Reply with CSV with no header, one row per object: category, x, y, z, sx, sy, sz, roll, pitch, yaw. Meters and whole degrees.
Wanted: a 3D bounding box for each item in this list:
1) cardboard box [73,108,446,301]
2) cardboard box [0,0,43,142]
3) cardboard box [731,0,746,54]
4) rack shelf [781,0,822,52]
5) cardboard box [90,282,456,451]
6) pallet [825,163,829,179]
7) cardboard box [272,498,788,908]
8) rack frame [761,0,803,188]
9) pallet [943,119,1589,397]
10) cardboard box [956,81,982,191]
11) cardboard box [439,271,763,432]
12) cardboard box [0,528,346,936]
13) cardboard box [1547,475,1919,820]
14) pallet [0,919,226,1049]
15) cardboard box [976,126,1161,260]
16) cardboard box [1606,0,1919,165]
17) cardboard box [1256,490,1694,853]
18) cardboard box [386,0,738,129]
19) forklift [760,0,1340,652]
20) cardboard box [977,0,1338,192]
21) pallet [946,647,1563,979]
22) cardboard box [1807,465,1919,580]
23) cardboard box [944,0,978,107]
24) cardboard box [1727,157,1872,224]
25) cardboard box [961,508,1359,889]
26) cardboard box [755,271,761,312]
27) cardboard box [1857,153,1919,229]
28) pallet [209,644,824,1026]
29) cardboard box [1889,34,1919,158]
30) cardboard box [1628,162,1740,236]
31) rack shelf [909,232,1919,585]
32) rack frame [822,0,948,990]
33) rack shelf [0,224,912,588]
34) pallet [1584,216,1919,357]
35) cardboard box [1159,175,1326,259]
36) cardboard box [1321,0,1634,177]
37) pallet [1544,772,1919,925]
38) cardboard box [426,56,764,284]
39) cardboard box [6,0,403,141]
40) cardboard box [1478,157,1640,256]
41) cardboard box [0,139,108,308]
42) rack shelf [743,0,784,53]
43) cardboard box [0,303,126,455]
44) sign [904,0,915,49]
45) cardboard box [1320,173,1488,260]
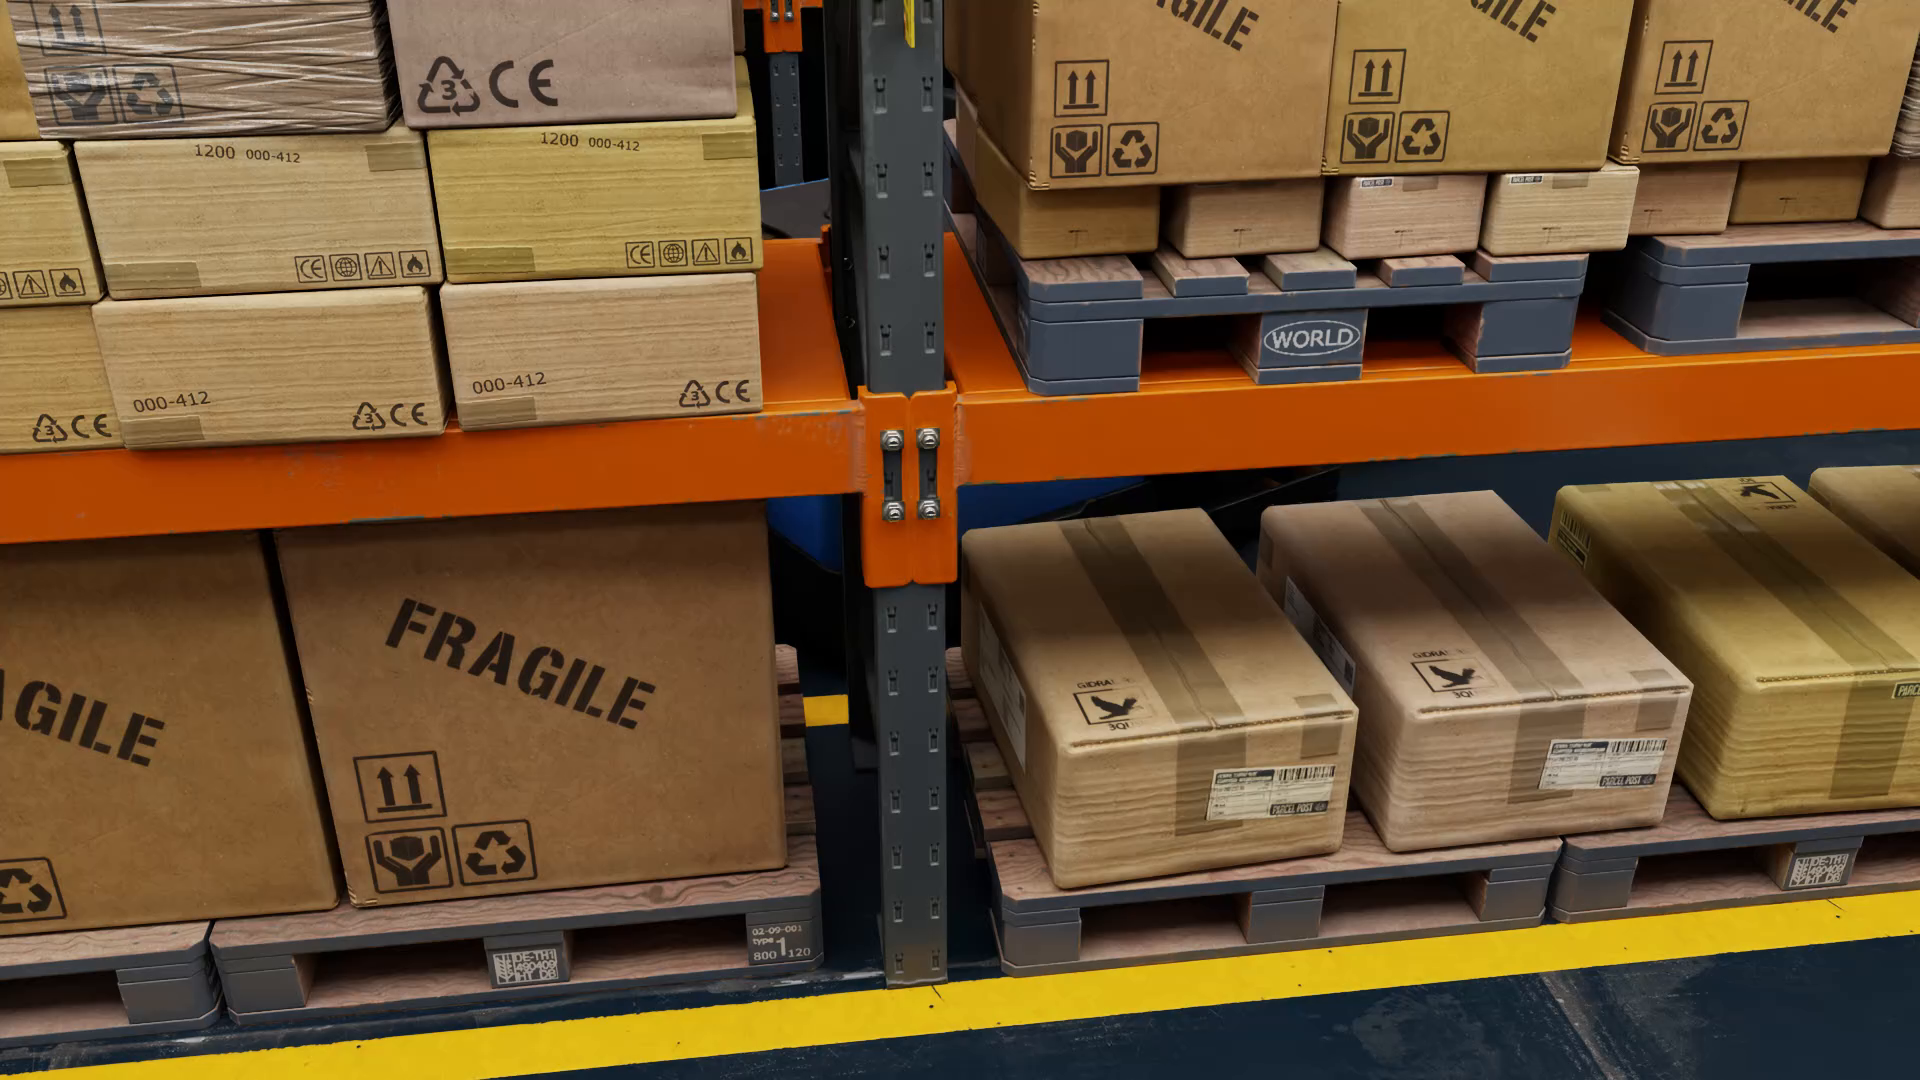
cardboard box,-1.109,-0.610,2.770,0.500,0.250,0.500,-4,27,-8
cardboard box,-1.633,-0.908,2.528,0.500,0.500,0.500,-4,27,-7
cardboard box,-0.680,-1.203,3.104,0.500,0.500,0.500,-5,28,-9
rack shelf,1.128,-2.685,7.985,4.000,0.370,1.077,-4,27,-7
cardboard box,-1.126,-0.378,2.866,0.500,0.250,0.500,-3,27,-6
pallet,-0.032,-1.672,8.277,1.213,0.211,1.003,-4,27,-7
cardboard box,-0.853,0.131,3.577,0.875,0.875,0.875,-4,27,-8
rack frame,-0.853,-2.878,7.573,0.127,3.000,1.000,-4,27,-7
pallet,0.533,-0.642,3.426,1.003,0.211,1.213,-4,27,-7
cardboard box,0.134,-0.837,3.410,0.250,0.149,0.380,-3,27,-5
cardboard box,-0.622,-0.418,2.943,0.500,0.250,0.500,-5,28,-9
cardboard box,-1.737,0.185,3.470,0.875,0.875,0.875,-3,27,-6
cardboard box,1.885,0.220,3.953,0.625,0.372,0.950,-3,27,-5
pallet,-2.154,0.699,3.657,1.213,0.211,1.003,-4,27,-7
cardboard box,0.190,-0.646,3.038,0.250,0.149,0.380,-5,28,-10
cardboard box,1.360,-0.995,3.008,0.500,0.500,0.500,-3,27,-6
cardboard box,1.133,0.266,3.864,0.625,0.372,0.950,-4,27,-8
cardboard box,-0.633,-0.972,2.655,0.500,0.500,0.500,-4,27,-9
forklift,0.618,-1.511,4.985,3.031,2.935,1.130,-18,32,-31
cardboard box,0.320,-0.922,2.866,0.500,0.500,0.500,-4,27,-9
pallet,0.616,0.557,3.933,1.213,0.211,1.003,-4,27,-7
cardboard box,2.573,0.175,4.041,0.625,0.372,0.950,-2,27,-4
cardboard box,0.254,-1.153,3.315,0.500,0.500,0.500,-4,27,-9
cardboard box,1.529,-0.740,3.221,0.250,0.149,0.380,-3,27,-5
cardboard box,0.403,0.317,3.766,0.625,0.372,0.950,-5,28,-11
cardboard box,-0.677,-0.650,3.396,0.500,0.250,0.500,-4,27,-8
cardboard box,1.797,-0.727,3.196,0.250,0.149,0.380,-3,27,-5
pallet,-0.949,0.622,3.806,1.213,0.211,1.003,-4,27,-7
cardboard box,1.857,-1.023,3.063,0.500,0.500,0.500,-5,28,-9
cardboard box,1.255,-0.704,3.152,0.250,0.149,0.380,-2,27,-4
rack shelf,1.823,-0.441,3.613,4.000,0.370,1.077,-4,27,-7
rack frame,-0.158,-0.634,3.200,0.127,3.000,1.000,-4,27,-7
rack shelf,-2.138,-0.187,3.117,4.000,0.370,1.077,-4,27,-7
pallet,1.797,-0.693,3.526,1.213,0.211,1.003,-4,27,-7
cardboard box,0.475,-0.649,3.044,0.250,0.149,0.380,-5,28,-10
cardboard box,0.835,-0.958,2.937,0.500,0.500,0.500,-2,27,-4
pallet,1.822,0.481,4.081,1.213,0.211,1.003,-4,27,-7
cardboard box,-0.602,-0.644,2.837,0.500,0.250,0.500,-4,27,-7
cardboard box,-1.140,-0.936,2.584,0.500,0.500,0.500,-3,27,-6
cardboard box,1.027,-0.653,3.053,0.250,0.149,0.380,-4,27,-7
cardboard box,-1.613,-0.568,2.688,0.500,0.250,0.500,-4,27,-8
rack shelf,-2.833,-2.431,7.489,4.000,0.370,1.077,-4,27,-7
cardboard box,-1.627,-0.354,2.818,0.500,0.250,0.500,-4,27,-8
sign,-0.077,-0.899,2.447,0.005,0.325,0.100,-4,27,-7
cardboard box,0.752,-0.645,3.037,0.250,0.149,0.380,-5,28,-10
